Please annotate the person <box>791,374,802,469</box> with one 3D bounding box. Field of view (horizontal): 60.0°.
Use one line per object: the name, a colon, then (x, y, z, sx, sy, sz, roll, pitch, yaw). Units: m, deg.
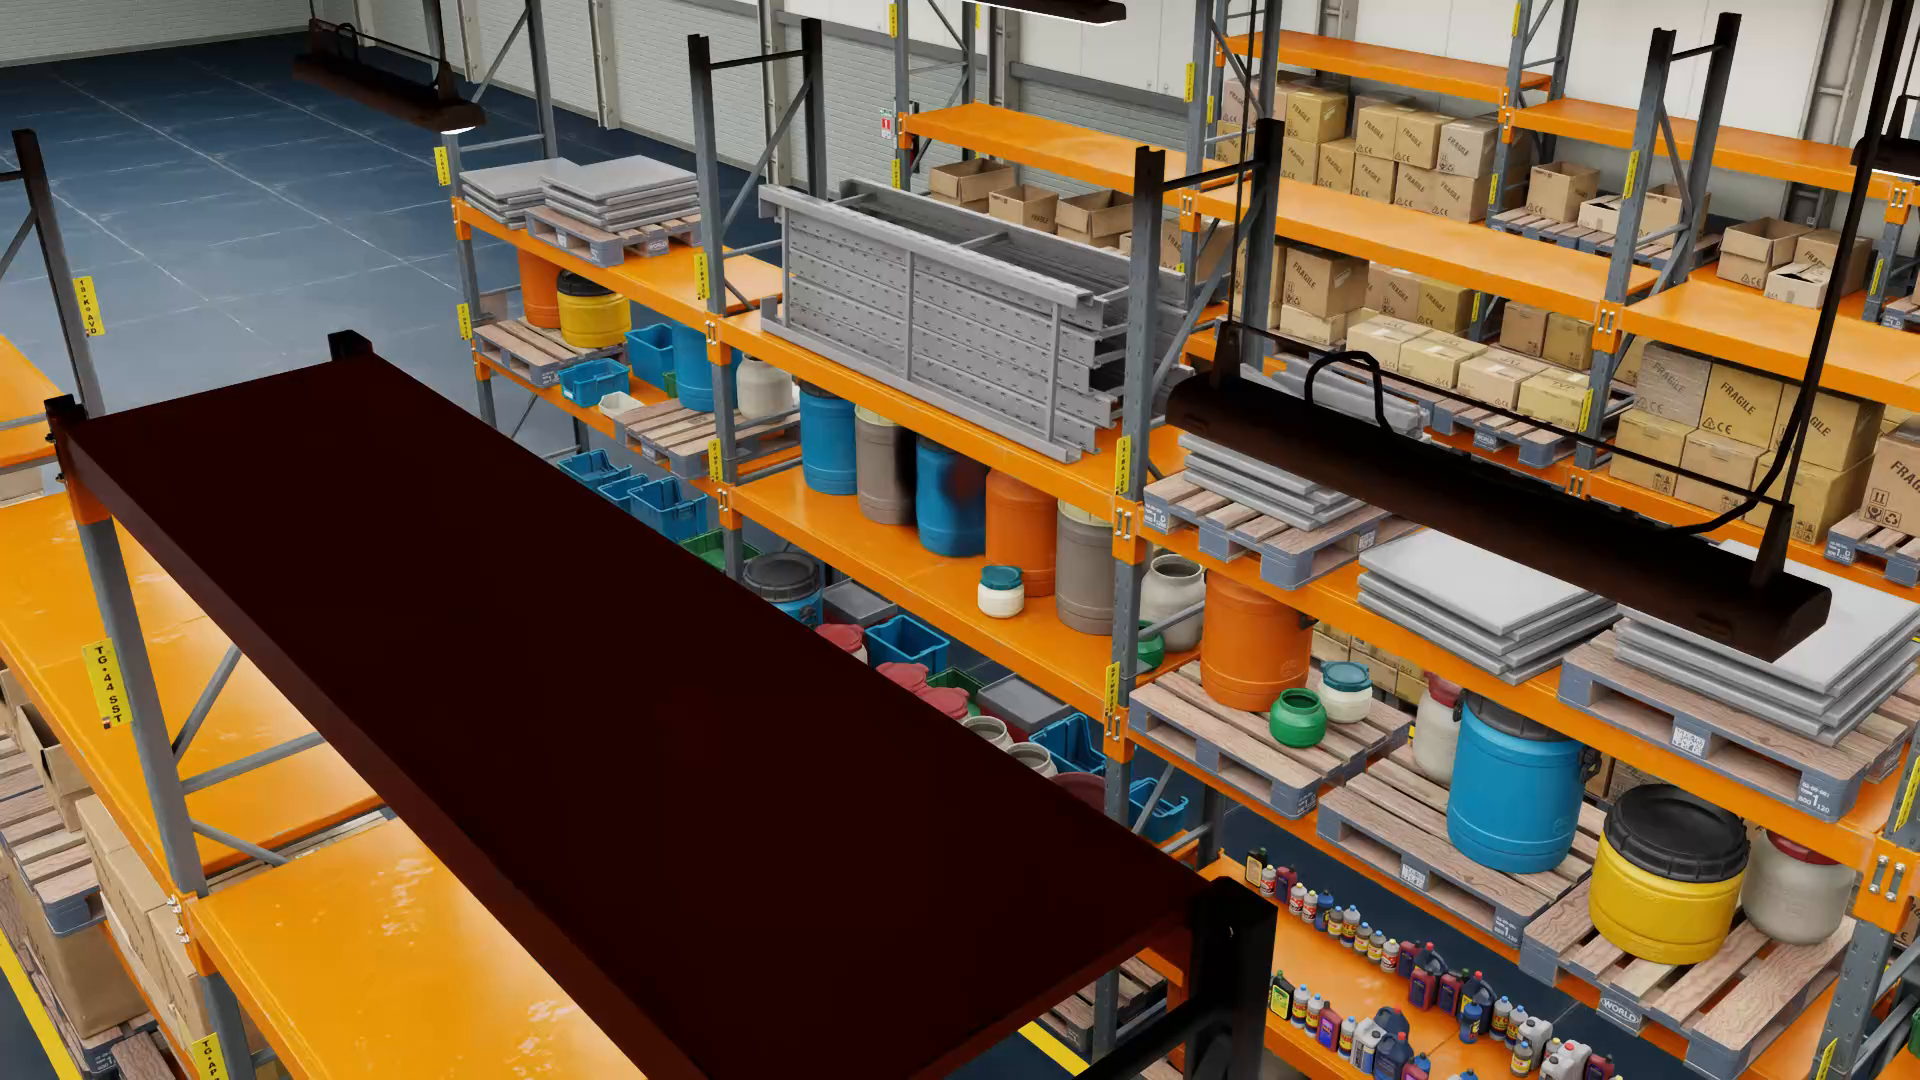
person: (-1.677, -1.081, 17.762, 0.361, 1.798, 0.672, -23, 35, -37)
